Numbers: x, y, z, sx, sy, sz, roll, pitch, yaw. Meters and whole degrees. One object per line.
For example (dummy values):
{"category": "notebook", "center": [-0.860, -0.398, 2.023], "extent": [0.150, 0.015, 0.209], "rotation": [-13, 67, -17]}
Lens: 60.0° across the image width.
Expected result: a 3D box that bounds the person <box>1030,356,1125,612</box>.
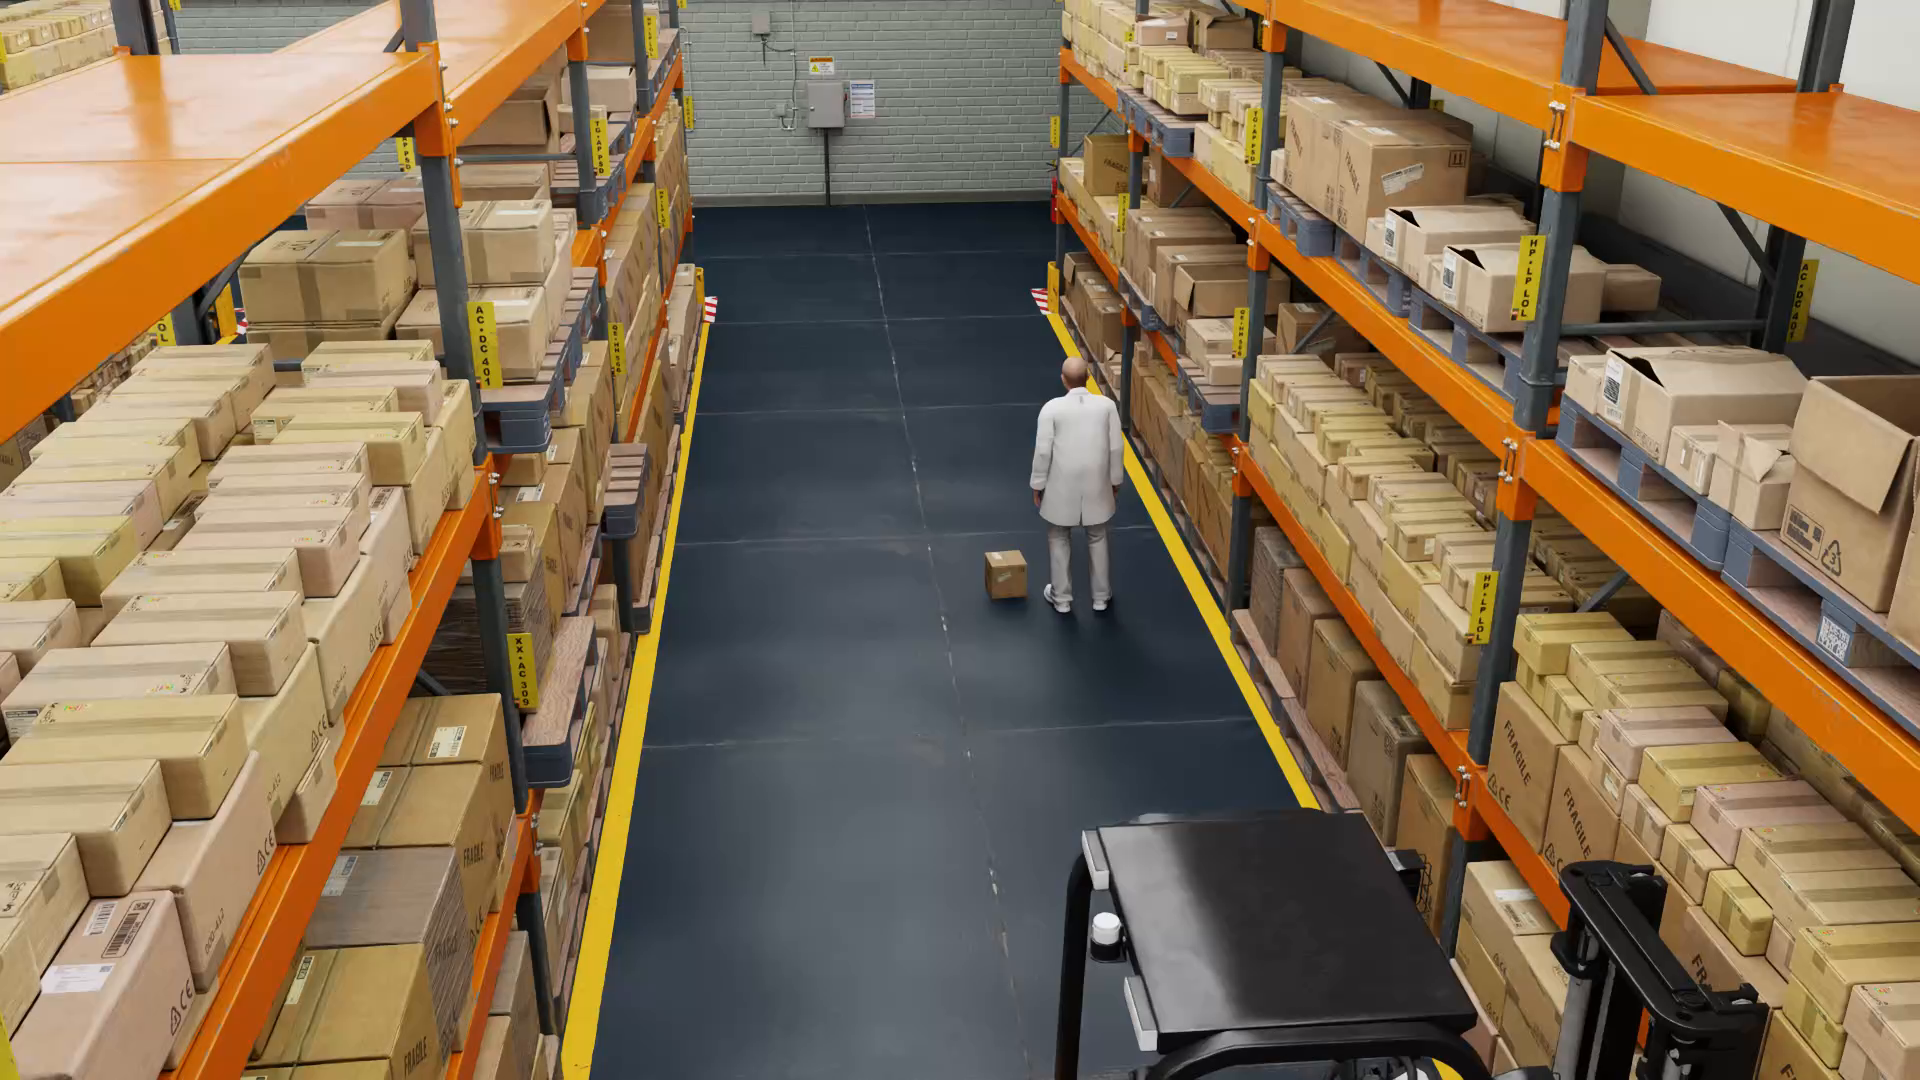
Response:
{"category": "person", "center": [0.787, -0.372, 11.217], "extent": [0.646, 1.772, 0.428], "rotation": [-3, 24, -7]}
